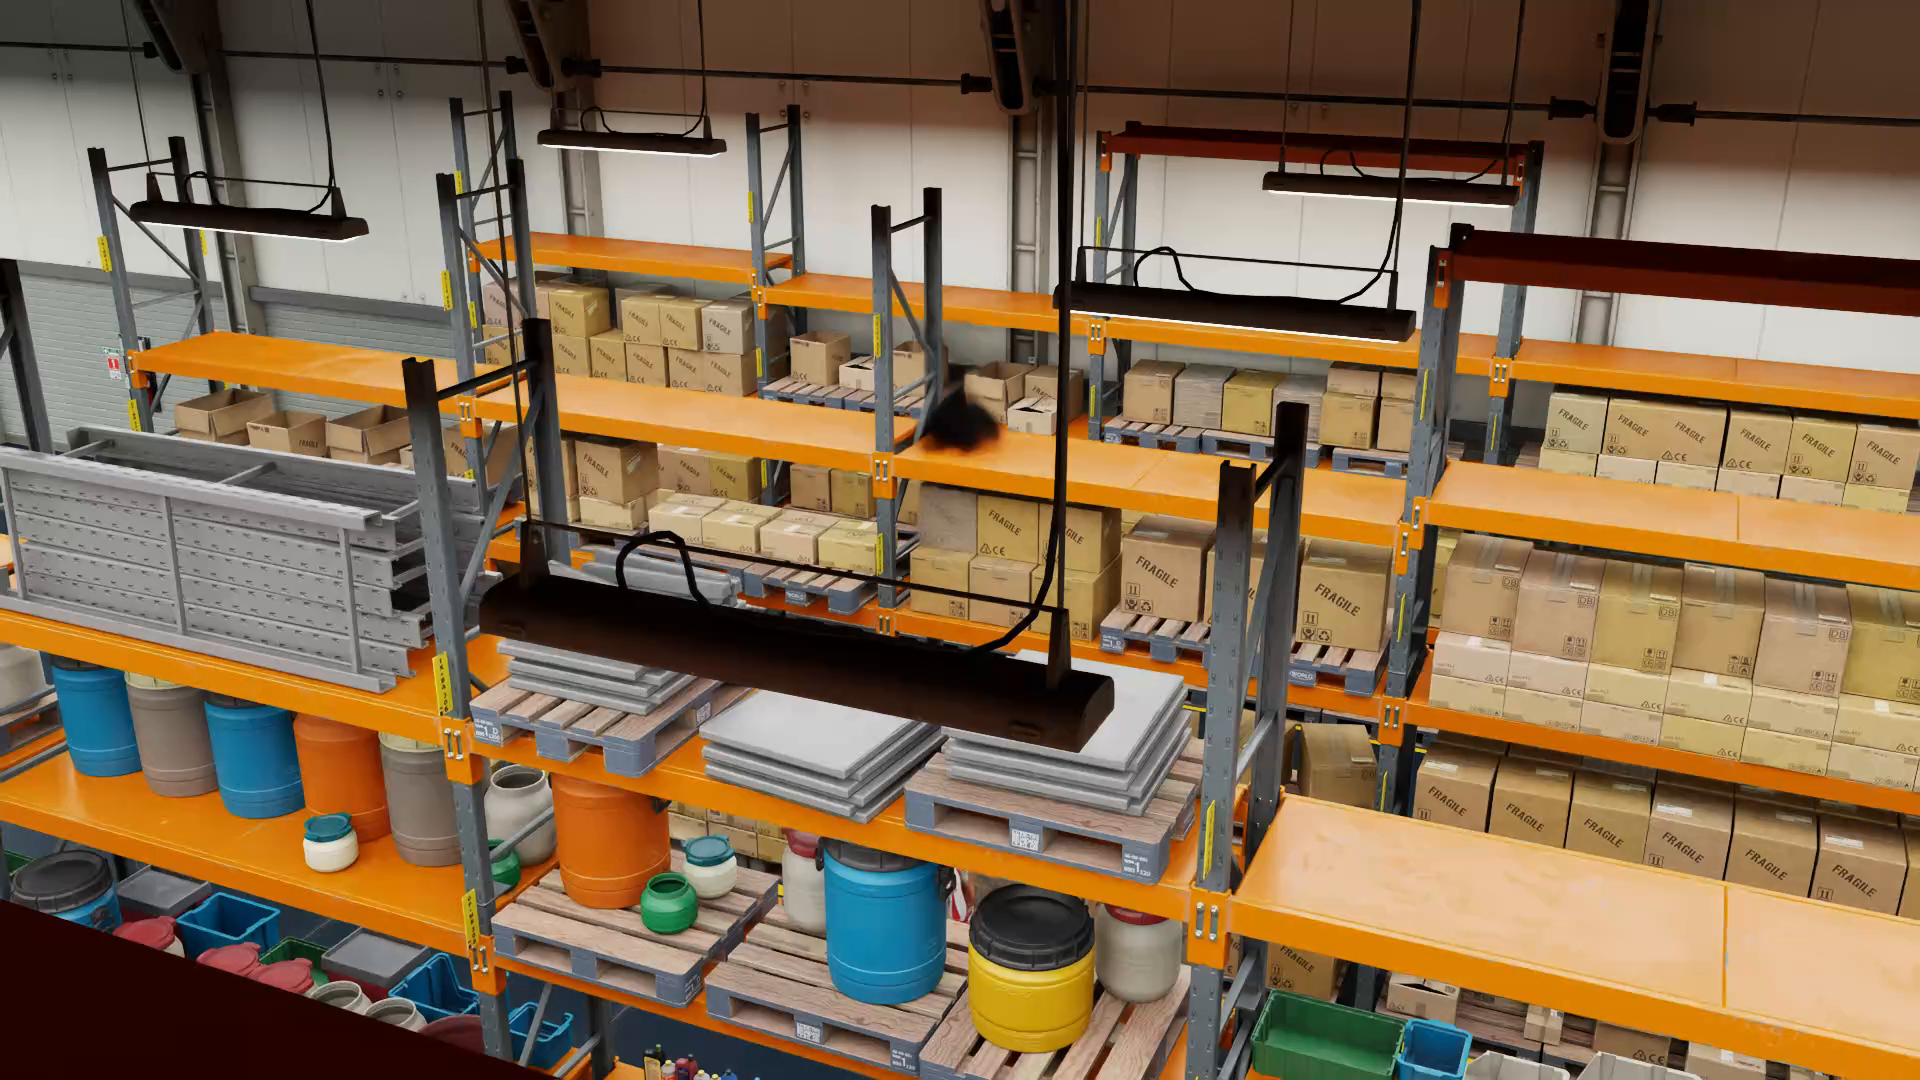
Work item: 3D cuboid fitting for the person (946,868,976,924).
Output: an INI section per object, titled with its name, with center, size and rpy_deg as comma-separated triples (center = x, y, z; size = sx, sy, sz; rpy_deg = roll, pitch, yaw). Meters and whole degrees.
[person]
center = -0.035, 2.971, 12.346
size = 0.689, 1.718, 0.656
rpy_deg = 2, 21, 5
